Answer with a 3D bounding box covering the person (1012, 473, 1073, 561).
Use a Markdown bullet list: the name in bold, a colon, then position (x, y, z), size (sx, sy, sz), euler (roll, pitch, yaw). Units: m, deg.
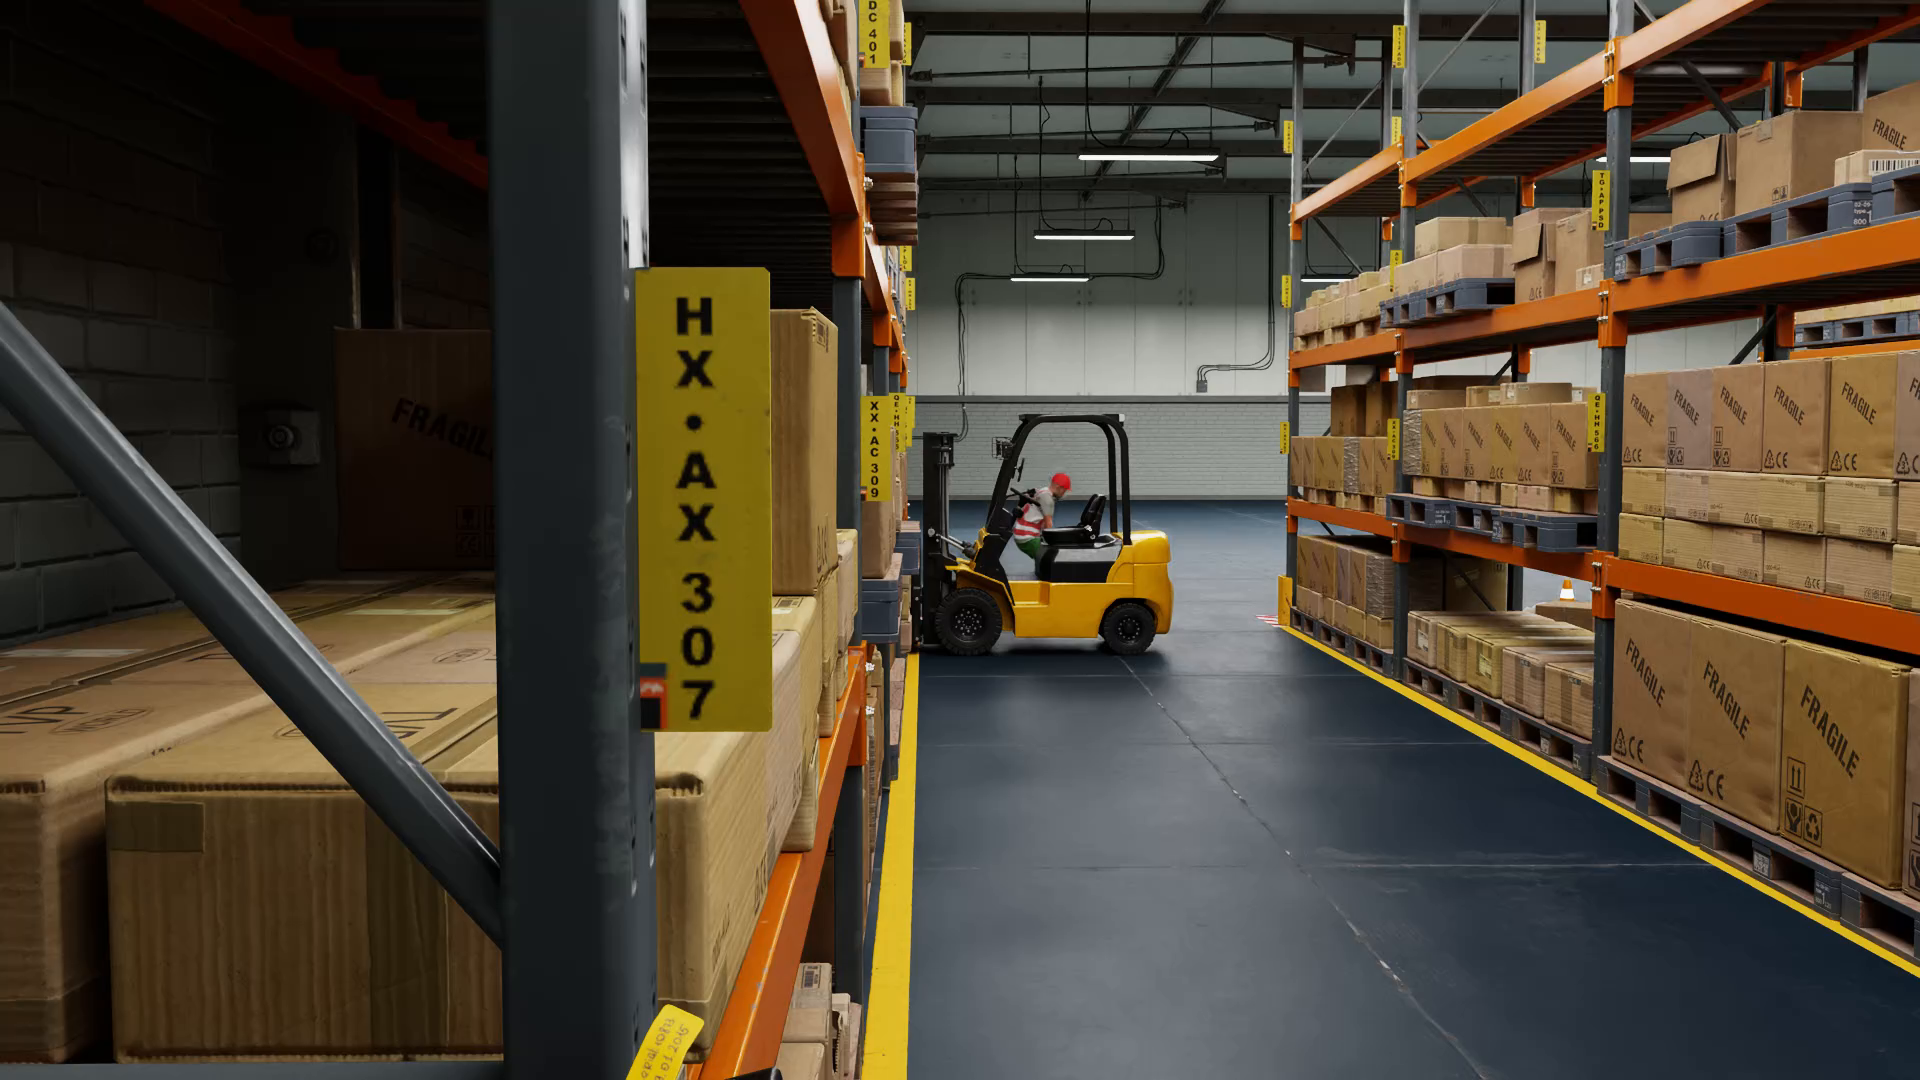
- **person**: position (0.937, 0.004, 18.956), size (0.690, 1.528, 0.579), euler (0, 4, -1)
